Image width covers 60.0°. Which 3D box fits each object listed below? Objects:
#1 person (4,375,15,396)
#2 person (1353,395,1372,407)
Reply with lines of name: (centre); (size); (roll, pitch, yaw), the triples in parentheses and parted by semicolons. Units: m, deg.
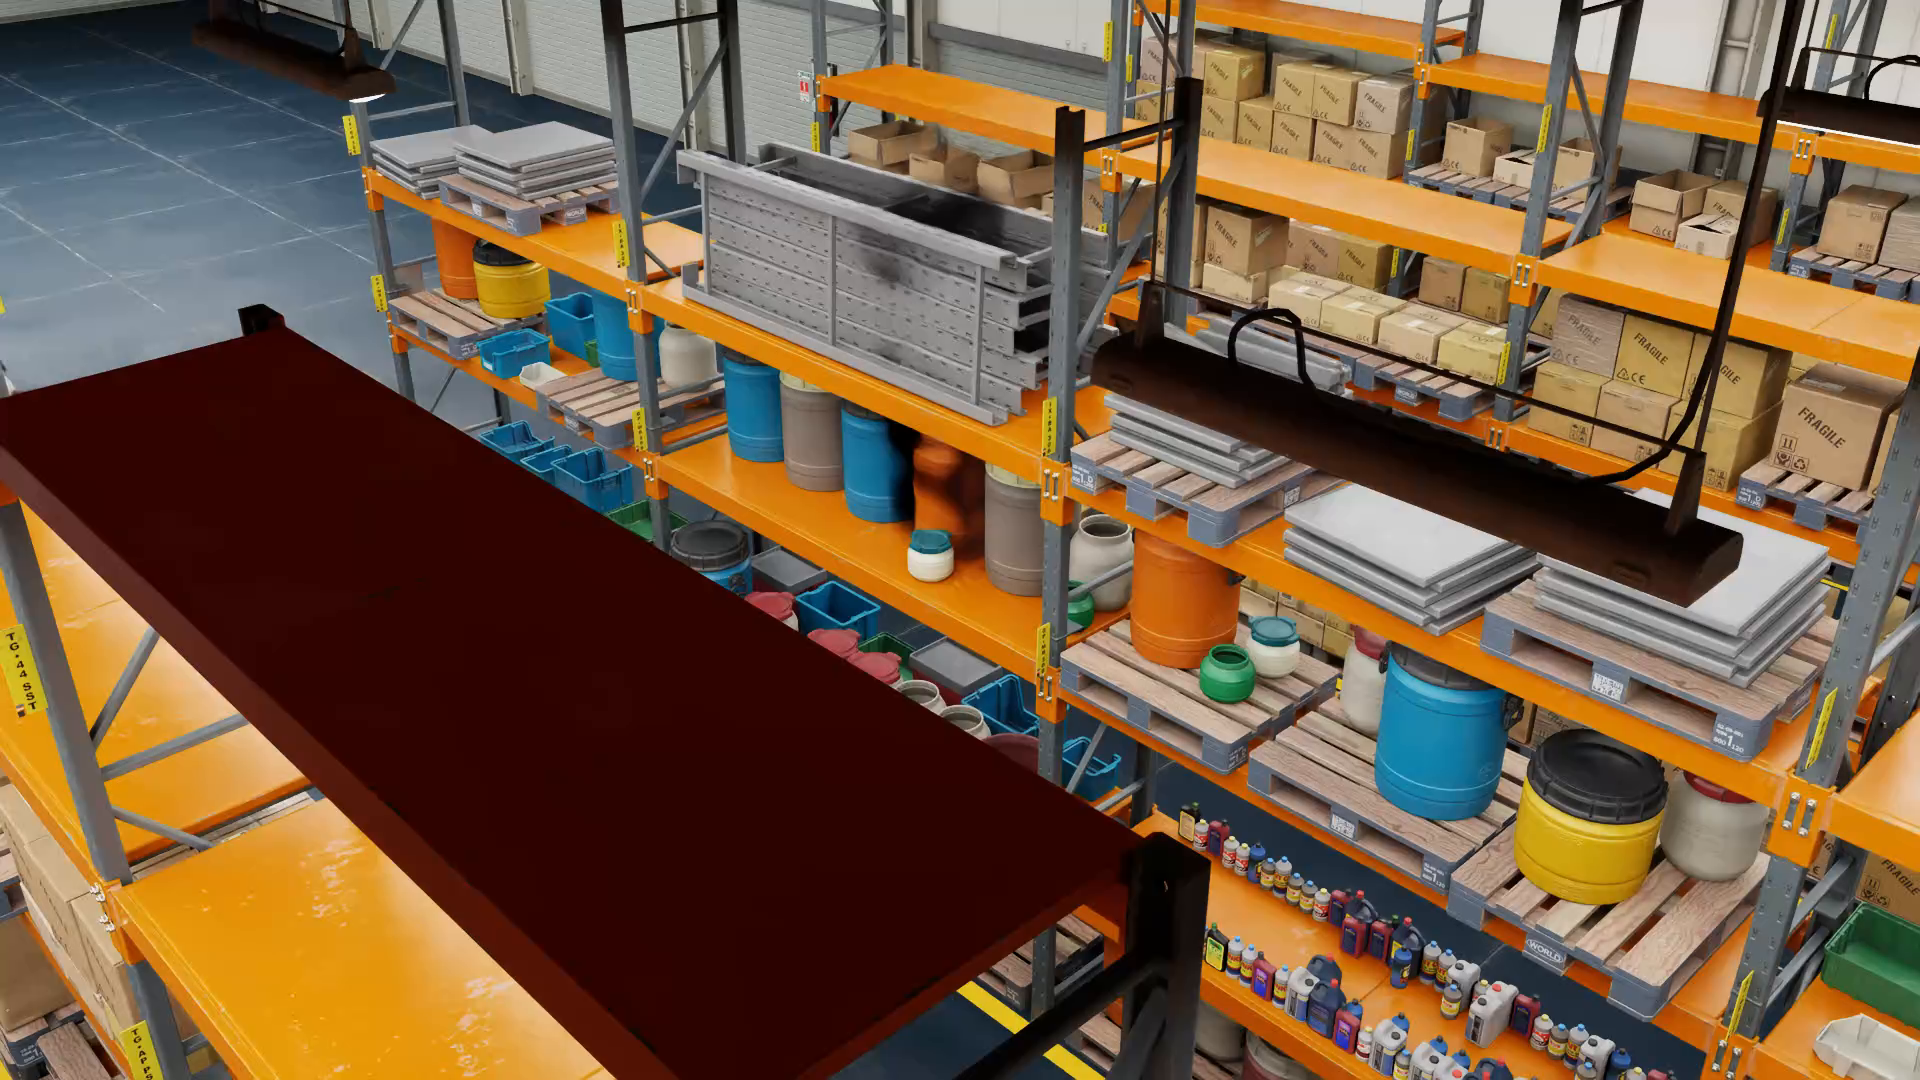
person: (-9.975, -1.197, 17.381); (0.664, 1.618, 0.611); (-10, 30, -18)
person: (3.688, -0.744, 16.527); (1.043, 1.576, 0.695); (25, 37, 38)
